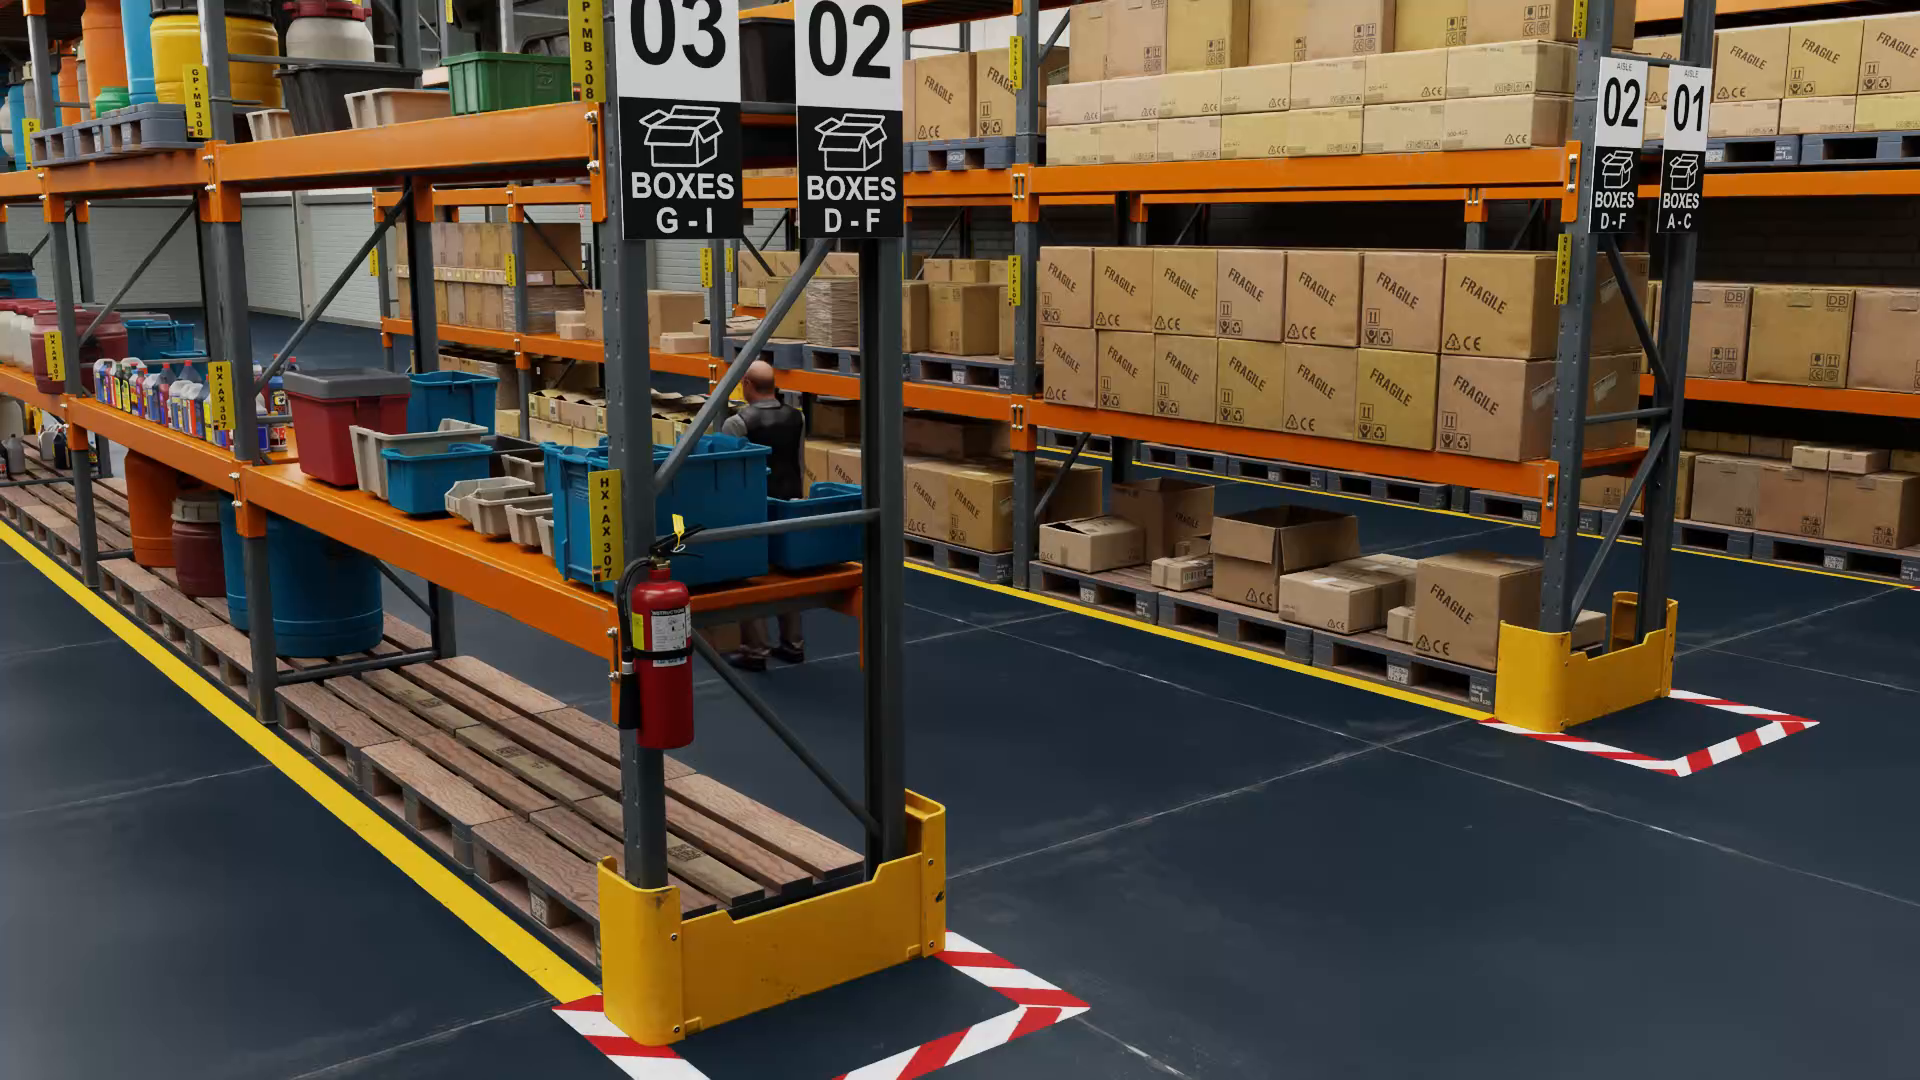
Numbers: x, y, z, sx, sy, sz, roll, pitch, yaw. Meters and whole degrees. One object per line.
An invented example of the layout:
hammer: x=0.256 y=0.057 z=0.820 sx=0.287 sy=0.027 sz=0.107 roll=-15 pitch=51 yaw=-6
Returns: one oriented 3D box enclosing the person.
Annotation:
person: x=-1.105 y=-0.137 z=9.256 sx=0.534 sy=1.717 sz=0.356 roll=-8 pitch=14 yaw=-37
